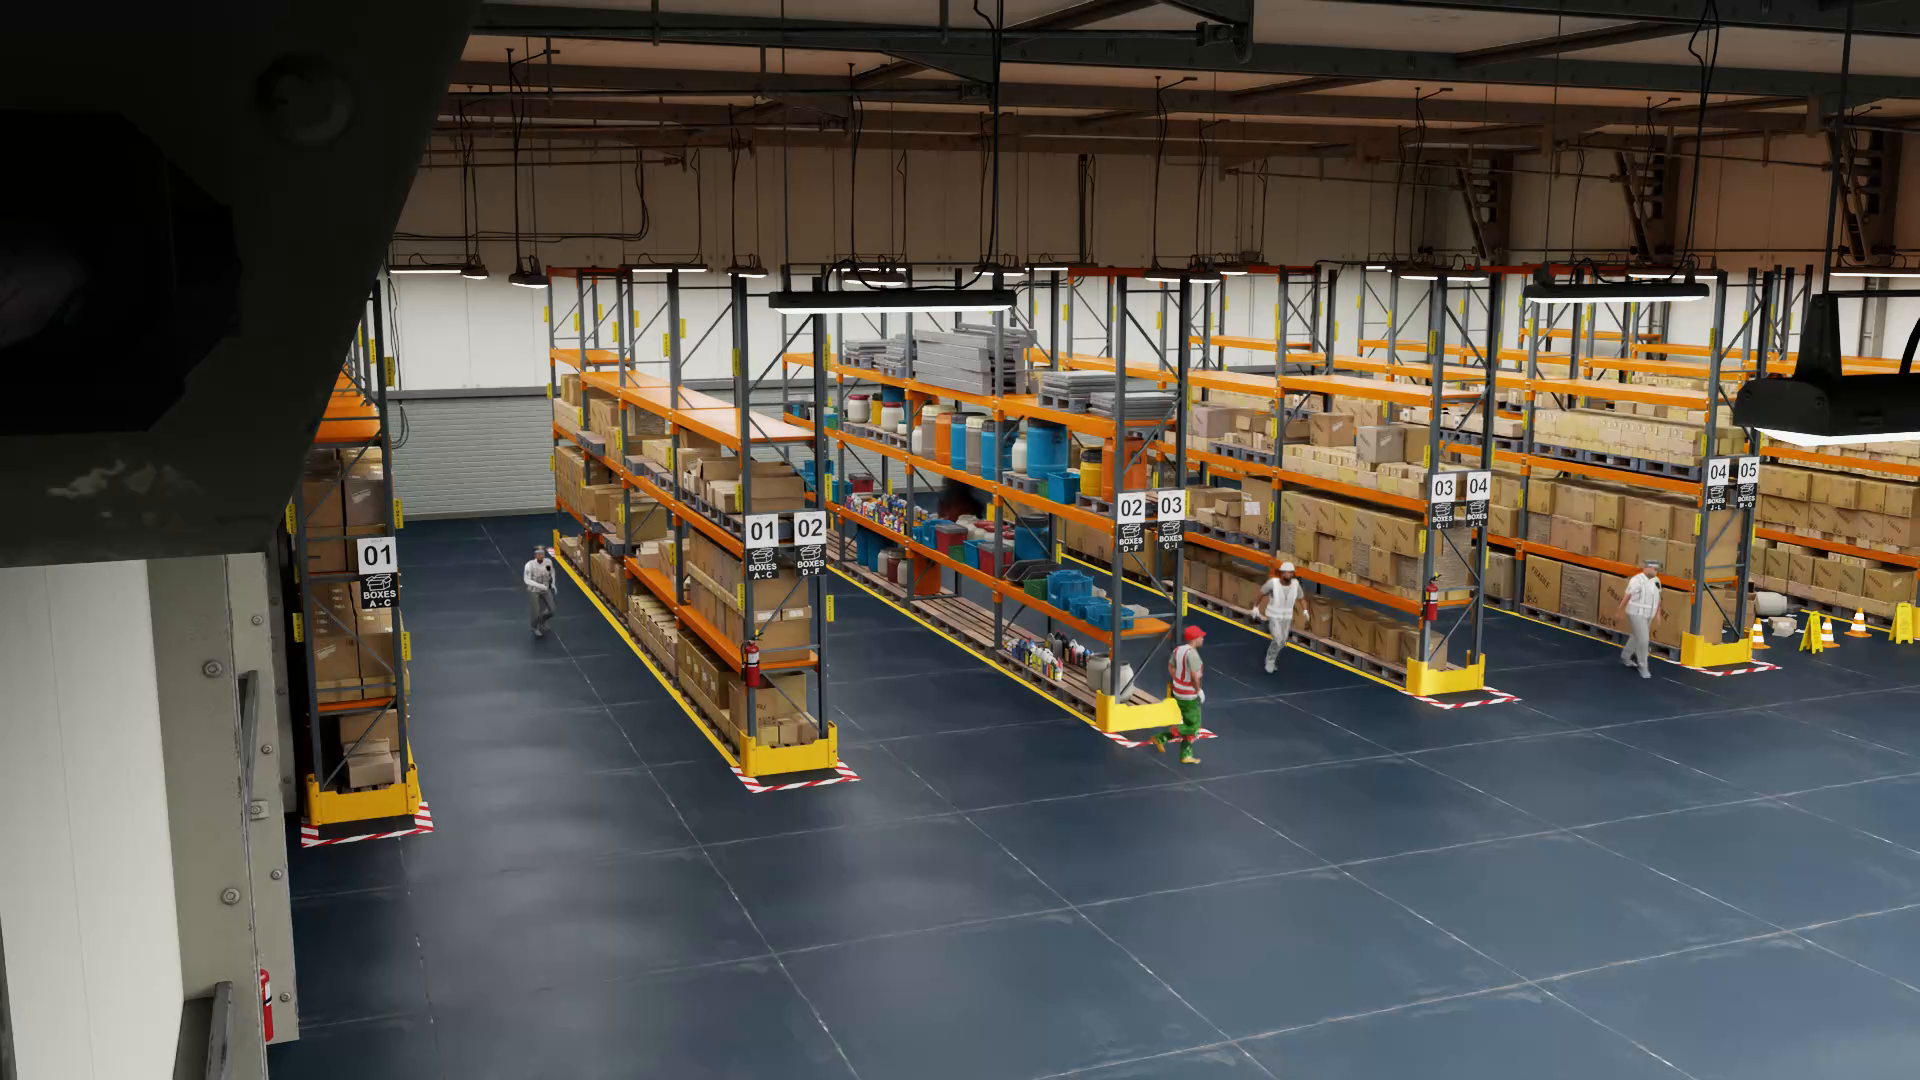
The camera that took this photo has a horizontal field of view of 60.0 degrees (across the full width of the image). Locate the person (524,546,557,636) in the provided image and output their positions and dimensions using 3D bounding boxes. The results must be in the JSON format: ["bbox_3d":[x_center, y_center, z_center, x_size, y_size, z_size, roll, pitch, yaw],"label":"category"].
[{"bbox_3d":[-6.888,0.833,27.326,0.605,1.573,0.743,-7,12,-35],"label":"person"}]

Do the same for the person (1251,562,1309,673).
[{"bbox_3d":[4.834,1.164,24.875,0.653,1.726,0.822,-3,10,-19],"label":"person"}]

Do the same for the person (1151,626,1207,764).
[{"bbox_3d":[2.712,1.931,20.621,0.675,1.758,0.671,-1,10,-3],"label":"person"}]

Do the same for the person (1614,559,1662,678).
[{"bbox_3d":[10.334,1.152,25.177,0.611,1.762,0.798,-5,11,-27],"label":"person"}]
